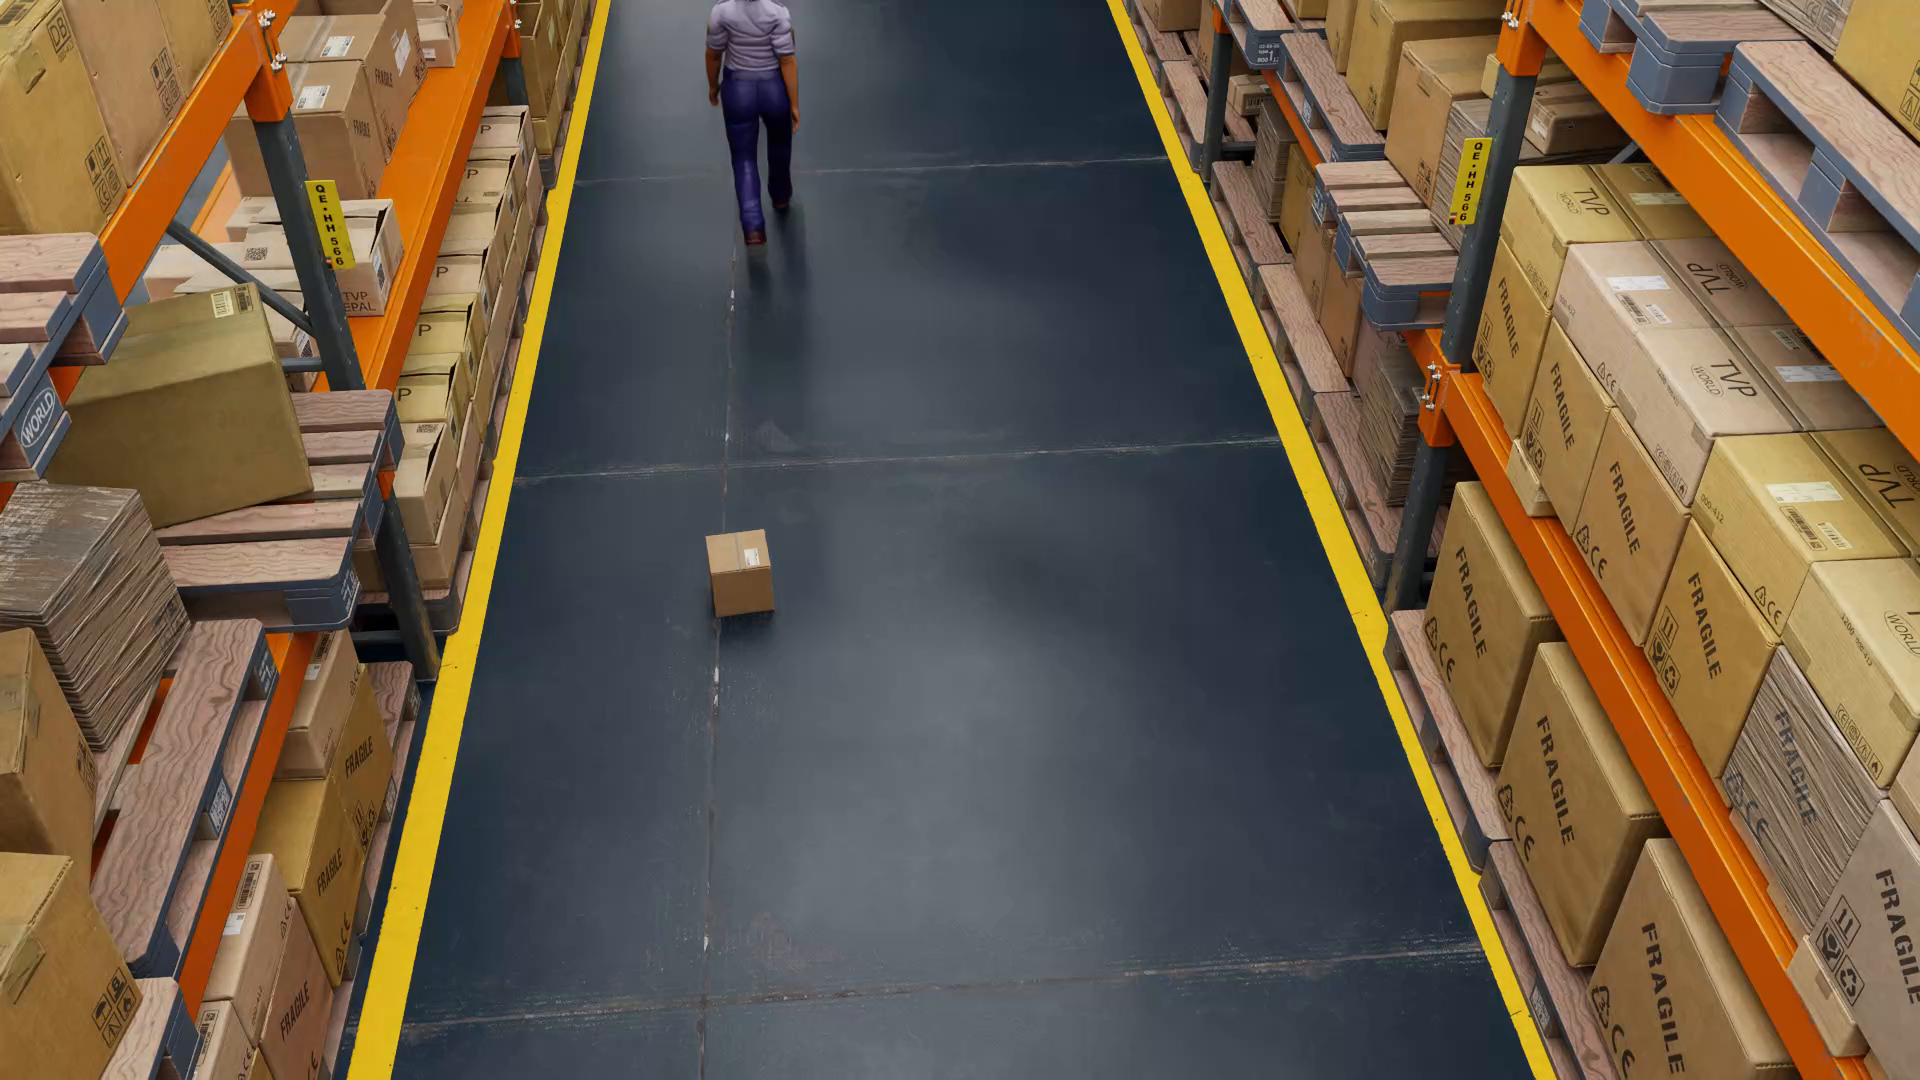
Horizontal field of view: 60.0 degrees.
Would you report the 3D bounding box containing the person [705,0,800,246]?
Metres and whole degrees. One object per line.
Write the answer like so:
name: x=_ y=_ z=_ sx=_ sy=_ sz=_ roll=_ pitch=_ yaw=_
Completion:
person: x=-1.135 y=-2.442 z=9.141 sx=0.496 sy=1.598 sz=0.965 roll=-4 pitch=40 yaw=-5
